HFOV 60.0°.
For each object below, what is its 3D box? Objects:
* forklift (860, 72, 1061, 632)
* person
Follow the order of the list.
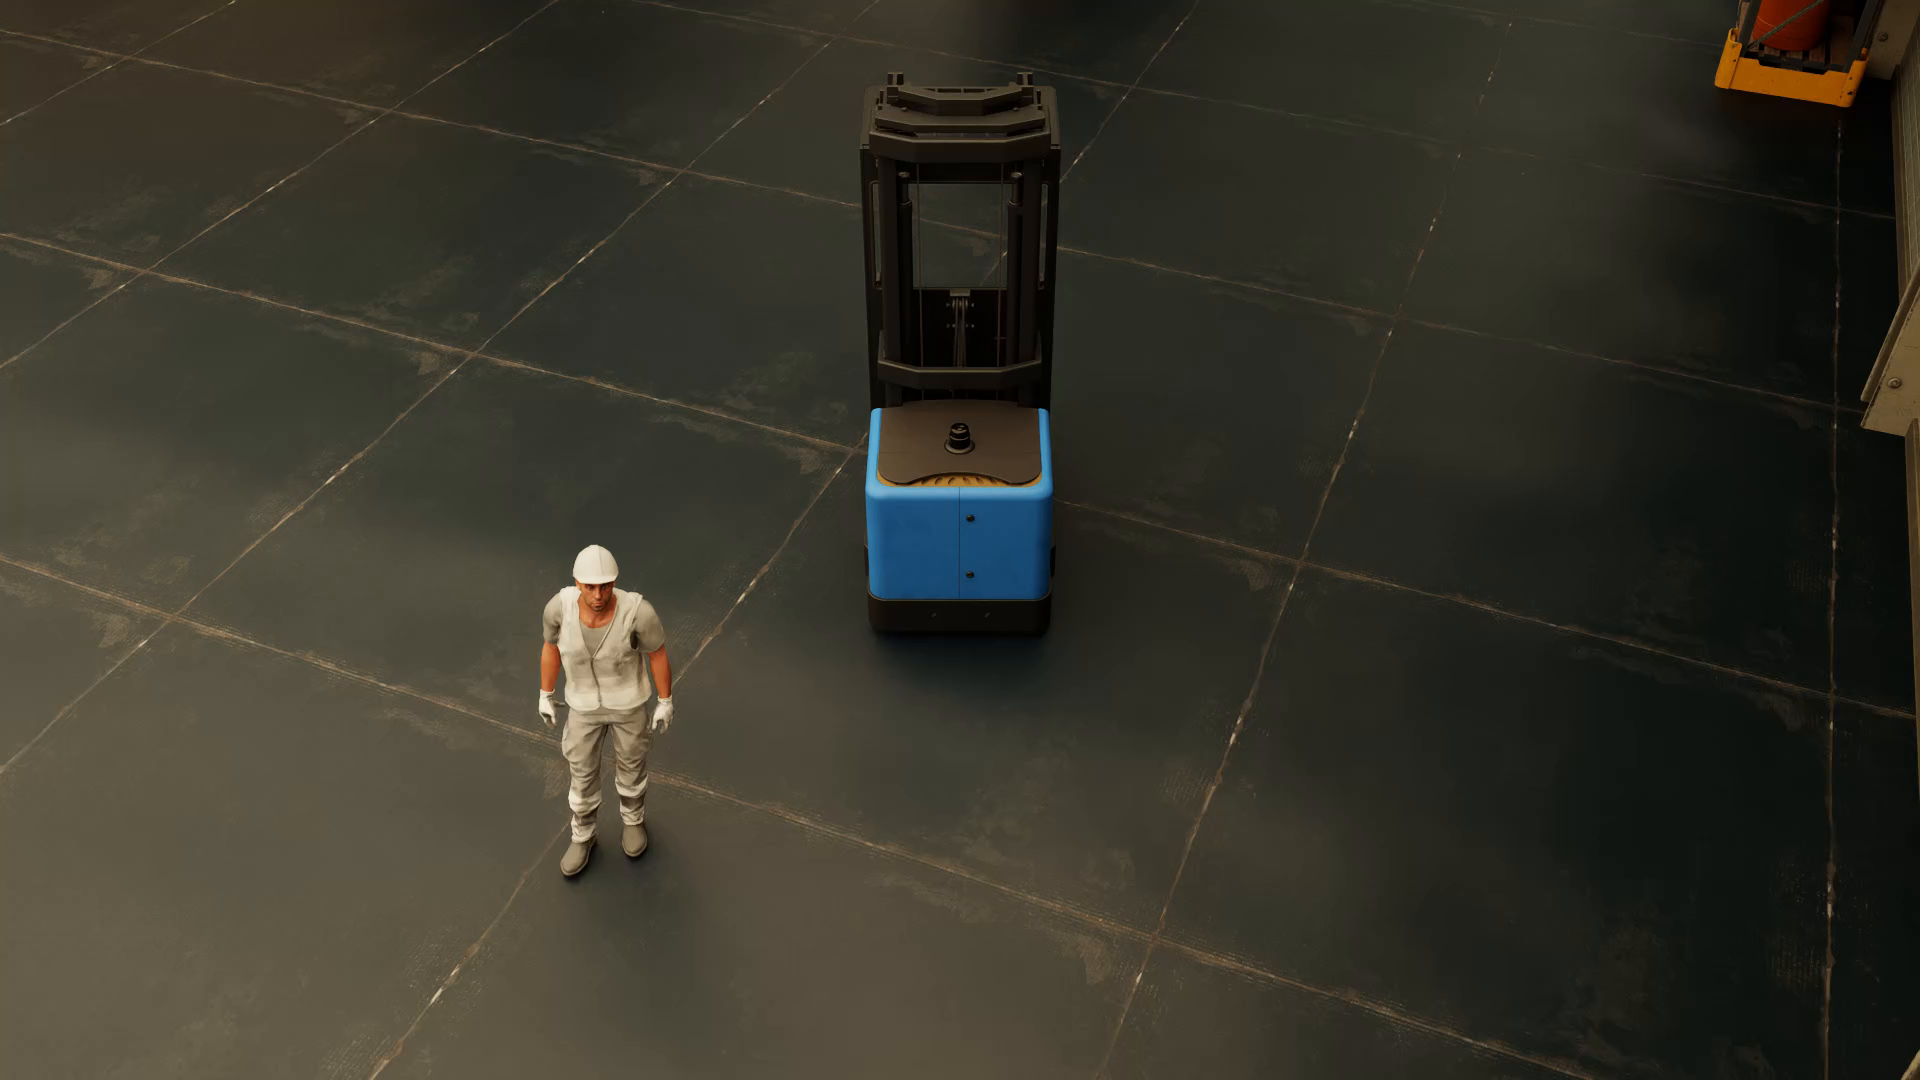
[{"bbox_3d":[0.002,-1.515,9.816,1.130,2.935,3.031,0,40,0],"label":"forklift"},{"bbox_3d":[-1.688,0.821,7.904,0.638,1.788,0.562,-1,40,-1],"label":"person"}]
